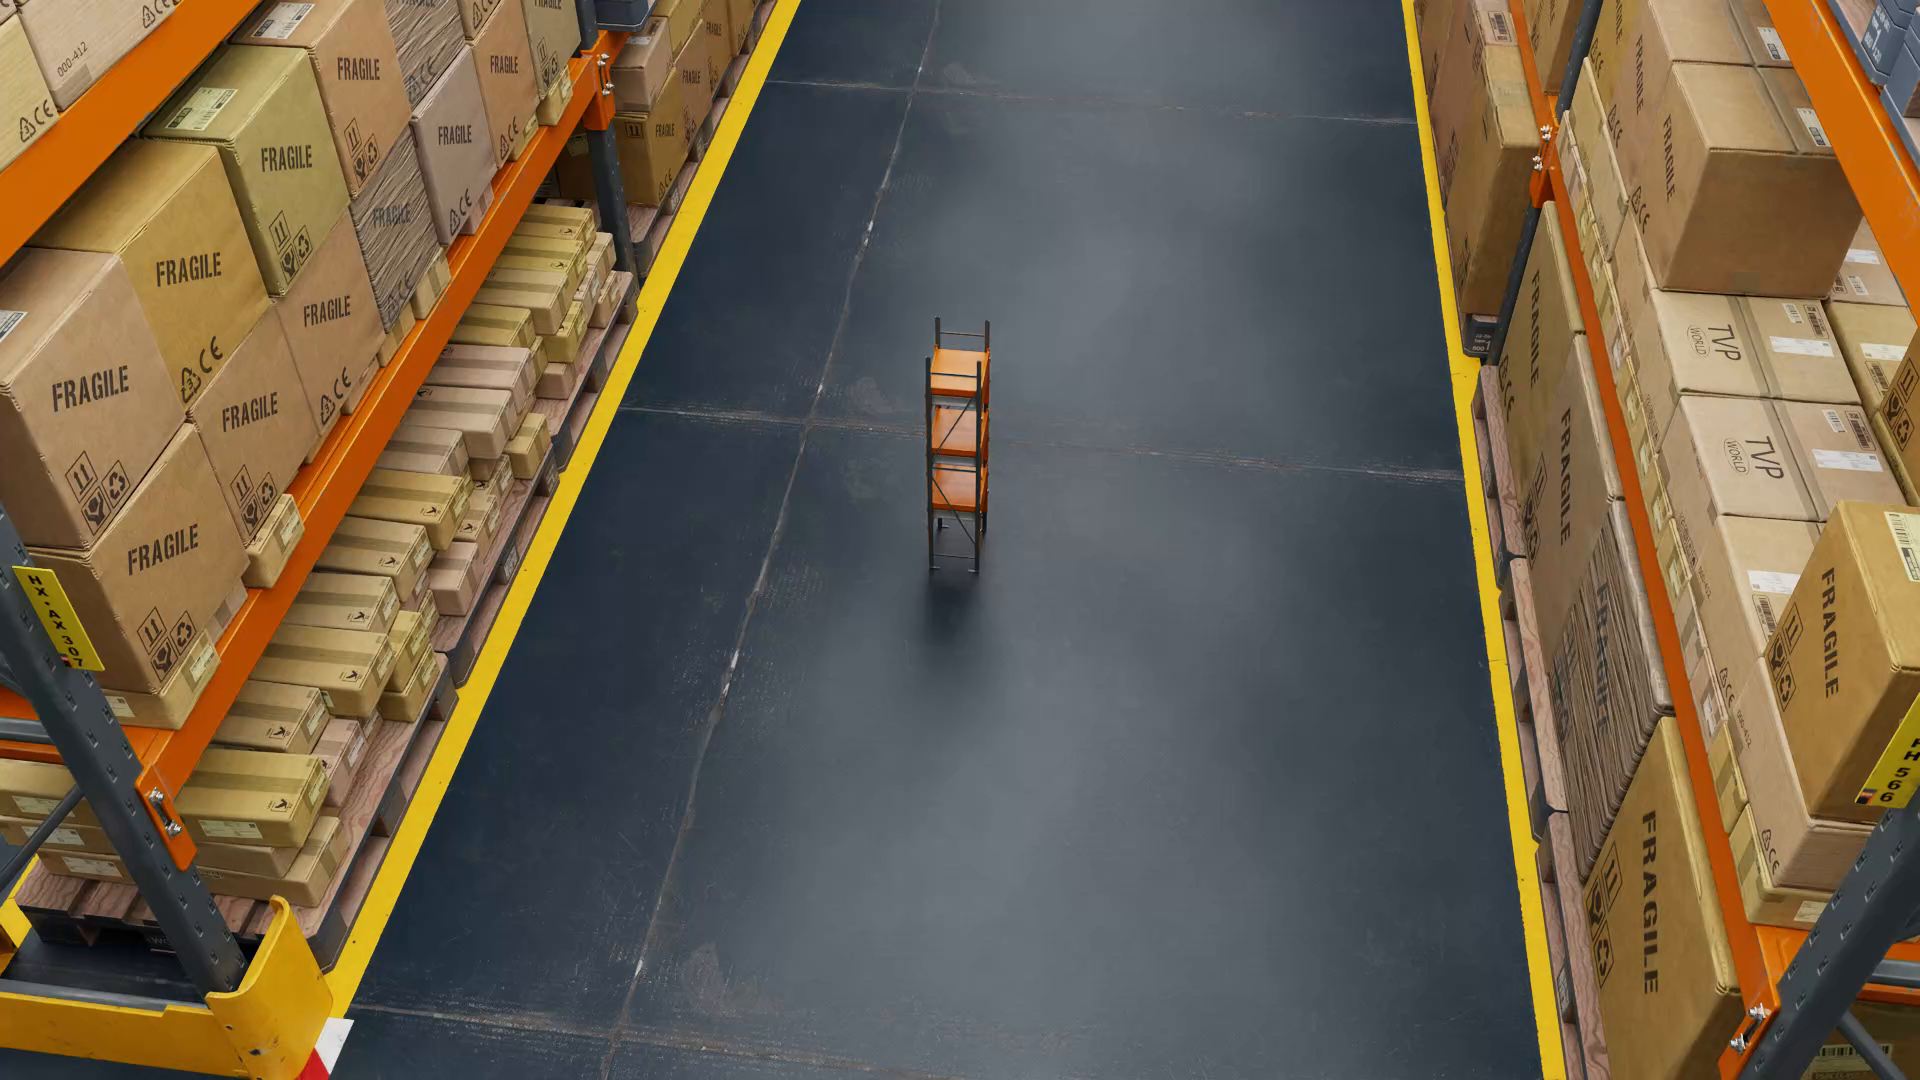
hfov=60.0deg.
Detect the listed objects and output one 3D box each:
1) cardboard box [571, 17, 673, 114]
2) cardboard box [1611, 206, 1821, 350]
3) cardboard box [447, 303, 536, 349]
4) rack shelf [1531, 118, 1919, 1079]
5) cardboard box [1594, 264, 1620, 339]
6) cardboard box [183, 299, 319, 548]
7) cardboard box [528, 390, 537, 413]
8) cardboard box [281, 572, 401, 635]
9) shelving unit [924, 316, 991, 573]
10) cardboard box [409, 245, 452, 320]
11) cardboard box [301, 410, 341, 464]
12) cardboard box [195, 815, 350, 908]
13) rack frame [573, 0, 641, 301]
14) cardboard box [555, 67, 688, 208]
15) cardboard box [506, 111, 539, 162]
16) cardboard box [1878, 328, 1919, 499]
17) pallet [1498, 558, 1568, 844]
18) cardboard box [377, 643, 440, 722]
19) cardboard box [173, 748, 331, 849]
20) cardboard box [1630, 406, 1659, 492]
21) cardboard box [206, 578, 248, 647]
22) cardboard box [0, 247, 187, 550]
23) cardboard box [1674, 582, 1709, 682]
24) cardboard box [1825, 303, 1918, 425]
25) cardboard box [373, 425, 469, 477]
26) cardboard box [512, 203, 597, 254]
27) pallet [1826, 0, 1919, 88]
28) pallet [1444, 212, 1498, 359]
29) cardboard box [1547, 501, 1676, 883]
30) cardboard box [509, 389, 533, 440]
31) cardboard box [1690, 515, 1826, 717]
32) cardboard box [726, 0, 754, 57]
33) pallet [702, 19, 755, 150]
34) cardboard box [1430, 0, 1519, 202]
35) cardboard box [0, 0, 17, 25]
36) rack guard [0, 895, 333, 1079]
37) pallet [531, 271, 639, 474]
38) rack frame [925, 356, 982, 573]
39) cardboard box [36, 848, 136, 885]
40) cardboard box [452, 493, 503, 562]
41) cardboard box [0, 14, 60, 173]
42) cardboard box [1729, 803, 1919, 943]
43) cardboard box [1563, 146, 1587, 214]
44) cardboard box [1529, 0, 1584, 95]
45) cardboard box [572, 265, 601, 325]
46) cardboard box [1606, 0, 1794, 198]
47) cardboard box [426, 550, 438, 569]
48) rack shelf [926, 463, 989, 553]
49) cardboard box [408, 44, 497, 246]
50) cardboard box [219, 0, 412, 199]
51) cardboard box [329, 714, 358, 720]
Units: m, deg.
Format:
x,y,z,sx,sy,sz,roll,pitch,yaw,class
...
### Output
x,y,z,sx,sy,sz,roll,pitch,yaw,class
-1.682,-2.277,7.941,0.500,0.250,0.500,3,44,4,cardboard box
2.406,-0.826,5.333,0.500,0.250,0.500,6,44,7,cardboard box
-1.963,-0.830,6.780,0.380,0.149,0.250,7,44,7,cardboard box
2.597,-0.137,5.236,1.077,0.370,4.000,5,44,6,rack shelf
2.357,-0.786,5.581,0.380,0.149,0.250,5,44,5,cardboard box
-2.192,-0.347,4.646,0.500,0.500,0.500,5,44,6,cardboard box
-1.999,-0.576,6.944,0.380,0.149,0.250,4,44,4,cardboard box
-2.136,0.251,5.639,0.380,0.149,0.250,3,44,3,cardboard box
-0.007,-0.345,6.351,0.215,1.050,0.252,5,44,6,shelving unit
-1.983,-0.901,5.703,0.380,0.149,0.250,6,44,6,cardboard box
-2.163,-0.382,5.154,0.380,0.149,0.250,5,44,5,cardboard box
-2.184,1.000,5.280,0.380,0.149,0.250,6,44,6,cardboard box
-2.042,-2.281,6.977,1.000,3.000,0.127,5,44,6,rack frame
-1.681,-2.005,8.198,0.500,0.500,0.500,7,44,7,cardboard box
-1.868,-1.611,6.453,0.380,0.149,0.250,7,44,7,cardboard box
2.792,-0.358,4.293,0.500,0.500,0.500,4,44,4,cardboard box
2.525,0.597,5.966,1.003,0.211,1.213,5,44,6,pallet
-2.062,0.480,5.829,0.380,0.149,0.250,6,44,6,cardboard box
-2.164,0.786,5.074,0.380,0.149,0.250,3,44,4,cardboard box
2.256,-0.258,5.024,0.380,0.149,0.250,6,44,6,cardboard box
-2.210,0.168,4.573,0.380,0.149,0.250,7,44,7,cardboard box
-2.248,-0.344,3.915,0.500,0.500,0.500,5,44,5,cardboard box
2.154,0.265,4.472,0.380,0.149,0.250,6,44,6,cardboard box
2.860,-0.444,4.930,0.500,0.250,0.500,4,44,5,cardboard box
-2.072,-0.293,6.213,0.380,0.149,0.250,5,44,6,cardboard box
-1.831,-1.348,7.327,0.380,0.149,0.250,6,44,7,cardboard box
2.579,-1.432,3.964,1.003,0.211,1.213,5,44,6,pallet
2.889,-1.281,7.949,1.003,0.211,1.213,5,44,6,pallet
2.458,0.521,5.258,0.875,0.875,0.875,5,44,6,cardboard box
-1.954,-0.555,6.706,0.380,0.149,0.250,6,44,7,cardboard box
2.201,0.212,4.238,0.500,0.250,0.500,5,44,5,cardboard box
-1.467,-3.064,9.317,0.500,0.500,0.500,3,44,4,cardboard box
-1.781,-2.633,9.377,1.003,0.211,1.213,5,44,6,pallet
3.044,-2.189,8.120,1.225,0.875,0.875,4,44,4,cardboard box
-2.253,-1.053,3.244,0.500,0.250,0.500,6,44,6,cardboard box
-2.560,1.301,5.012,1.175,0.500,0.348,5,44,6,rack guard
-2.095,-0.807,7.449,1.003,0.211,1.213,5,44,6,pallet
-0.023,-0.262,6.263,0.200,1.050,0.008,5,44,6,rack frame
-2.708,0.950,5.333,0.380,0.149,0.250,6,44,6,cardboard box
-1.993,-0.055,6.395,0.380,0.149,0.250,5,44,6,cardboard box
-2.258,-0.872,3.417,0.500,0.250,0.500,7,44,7,cardboard box
2.053,0.784,3.923,0.380,0.149,0.250,6,44,6,cardboard box
2.458,-1.319,6.144,0.380,0.149,0.250,4,44,4,cardboard box
2.653,-2.141,6.756,0.500,0.500,0.500,5,44,6,cardboard box
-1.792,-1.077,7.257,0.380,0.149,0.250,3,44,4,cardboard box
2.472,-1.449,5.446,0.500,0.500,0.500,5,44,6,cardboard box
-2.133,-0.013,6.134,0.380,0.149,0.250,7,44,8,cardboard box
-0.007,-0.135,6.549,0.215,0.259,0.240,5,44,6,rack shelf
-1.962,-1.377,5.734,0.500,0.500,0.500,5,44,5,cardboard box
-2.033,-1.388,5.018,0.500,0.500,0.500,4,44,4,cardboard box
-2.210,0.530,5.560,0.380,0.149,0.250,6,44,6,cardboard box
